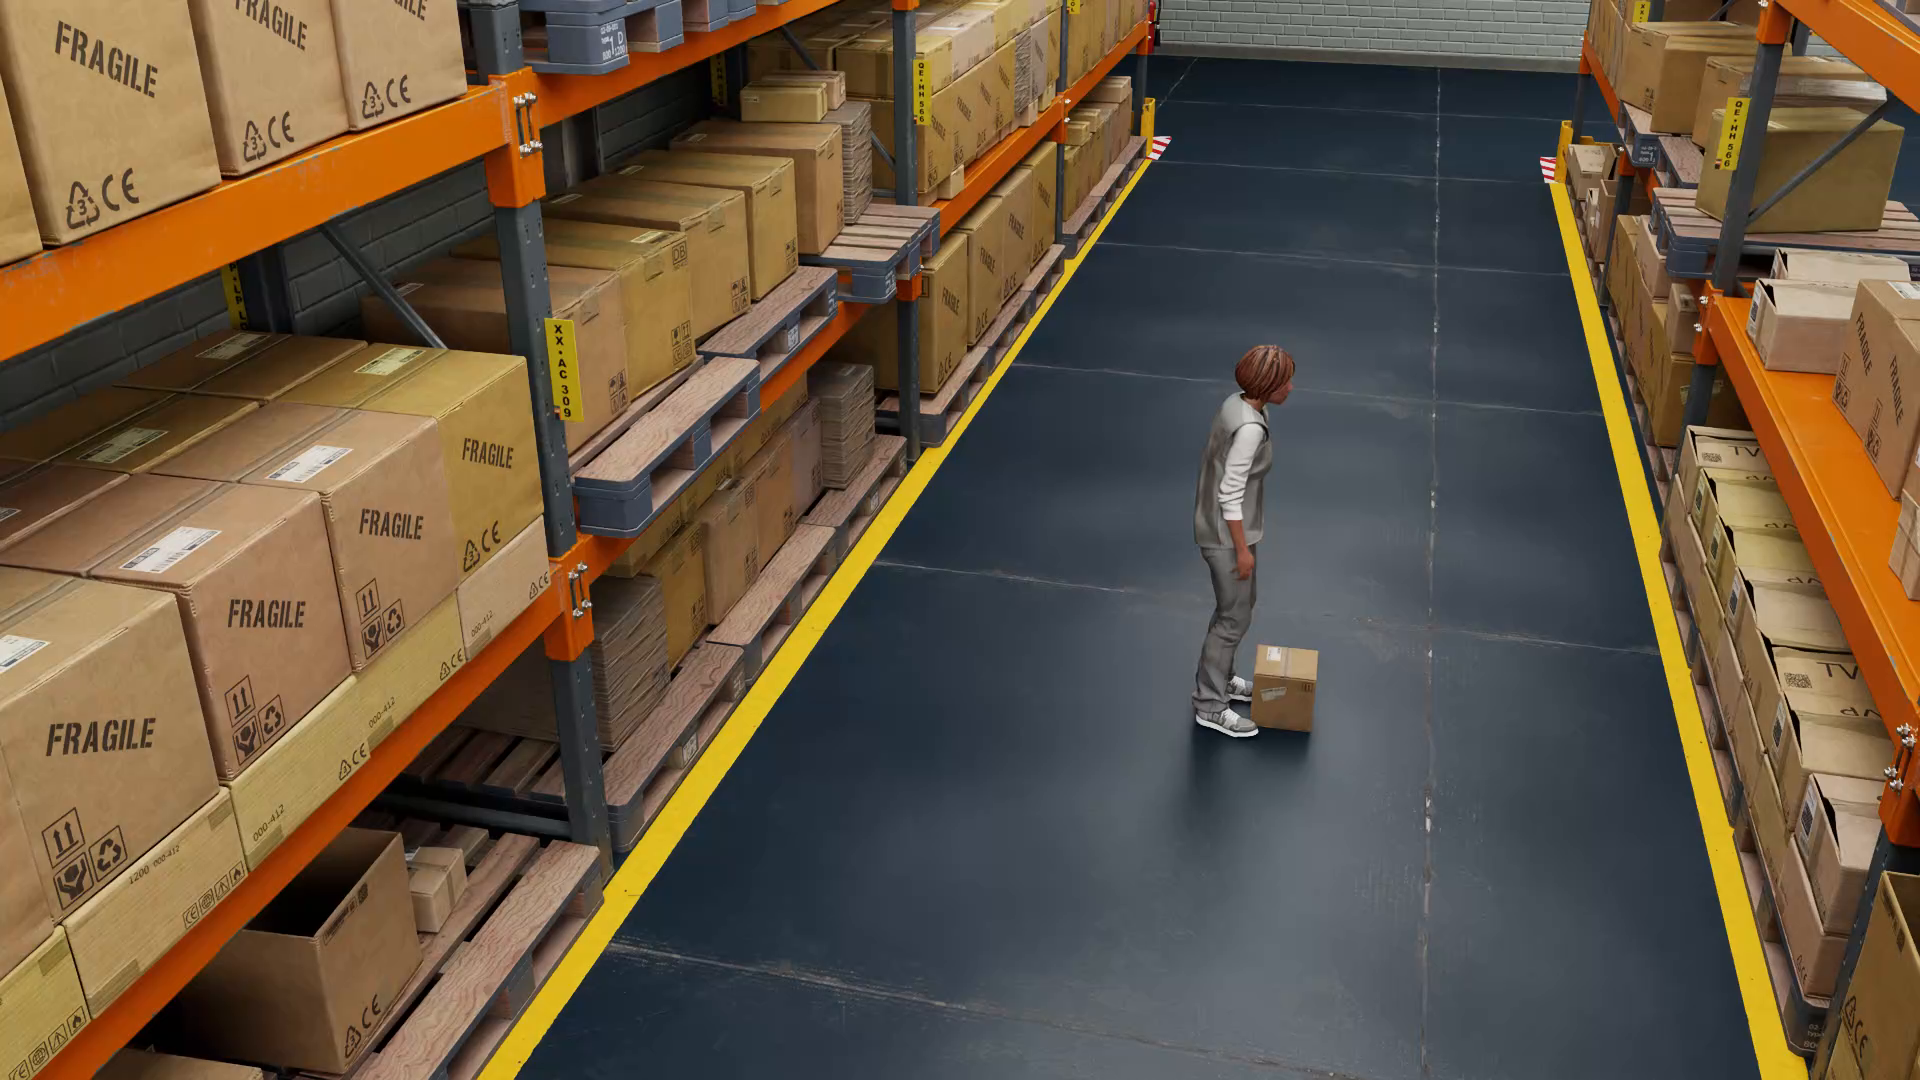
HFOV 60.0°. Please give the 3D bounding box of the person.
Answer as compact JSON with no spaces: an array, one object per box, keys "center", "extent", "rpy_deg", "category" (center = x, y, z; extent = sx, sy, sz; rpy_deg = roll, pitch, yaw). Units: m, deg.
[{"center":[1.105,-0.016,6.655],"extent":[0.343,1.593,0.485],"rpy_deg":[5,26,10],"category":"person"}]
